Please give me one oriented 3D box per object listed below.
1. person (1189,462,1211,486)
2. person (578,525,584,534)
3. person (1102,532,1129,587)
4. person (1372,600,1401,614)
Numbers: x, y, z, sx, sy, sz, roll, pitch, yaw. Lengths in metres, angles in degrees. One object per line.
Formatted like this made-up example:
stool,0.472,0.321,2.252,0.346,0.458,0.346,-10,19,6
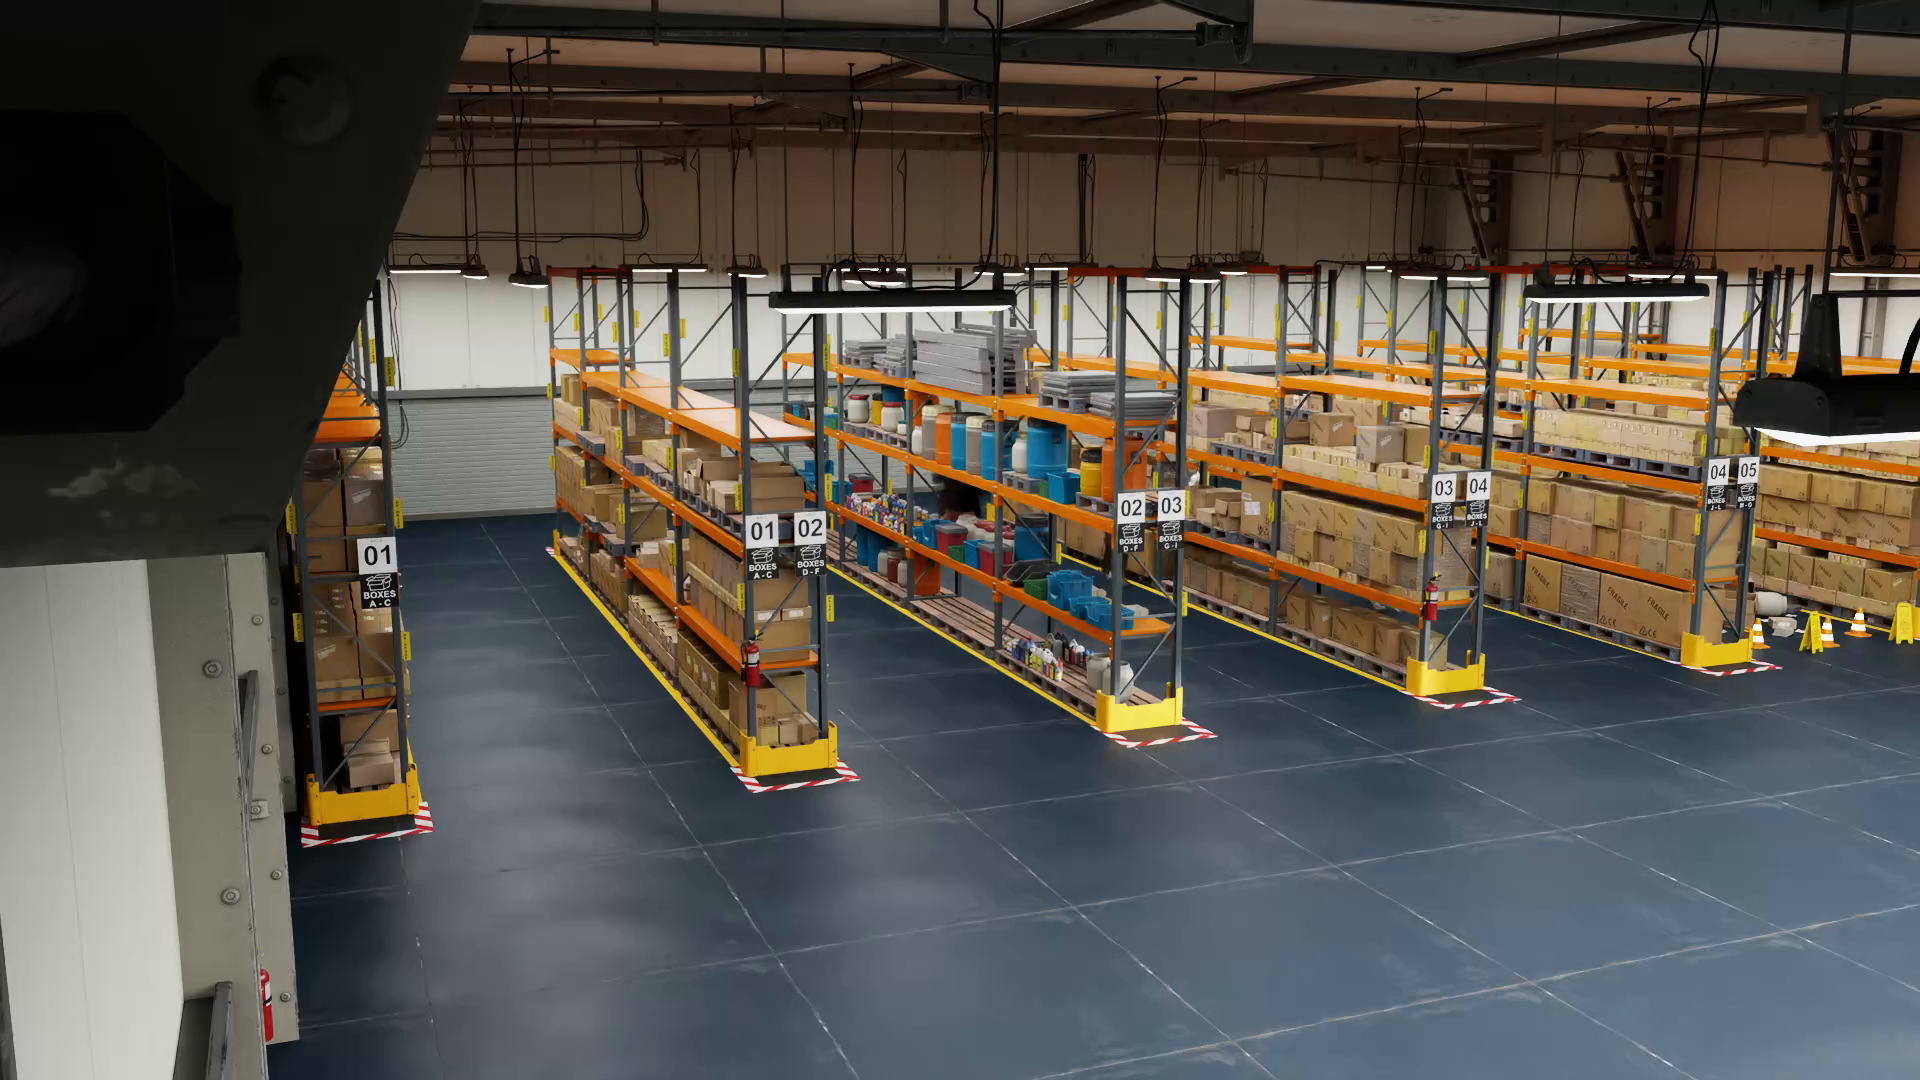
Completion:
person,5.341,-0.915,36.981,0.632,1.727,0.900,-4,11,-22
person,-8.080,-0.735,36.366,0.791,1.620,0.564,4,11,21
person,2.882,-0.086,30.461,0.685,1.884,0.758,-5,11,-29
person,7.564,0.403,29.222,0.690,1.804,0.700,-5,11,-29
